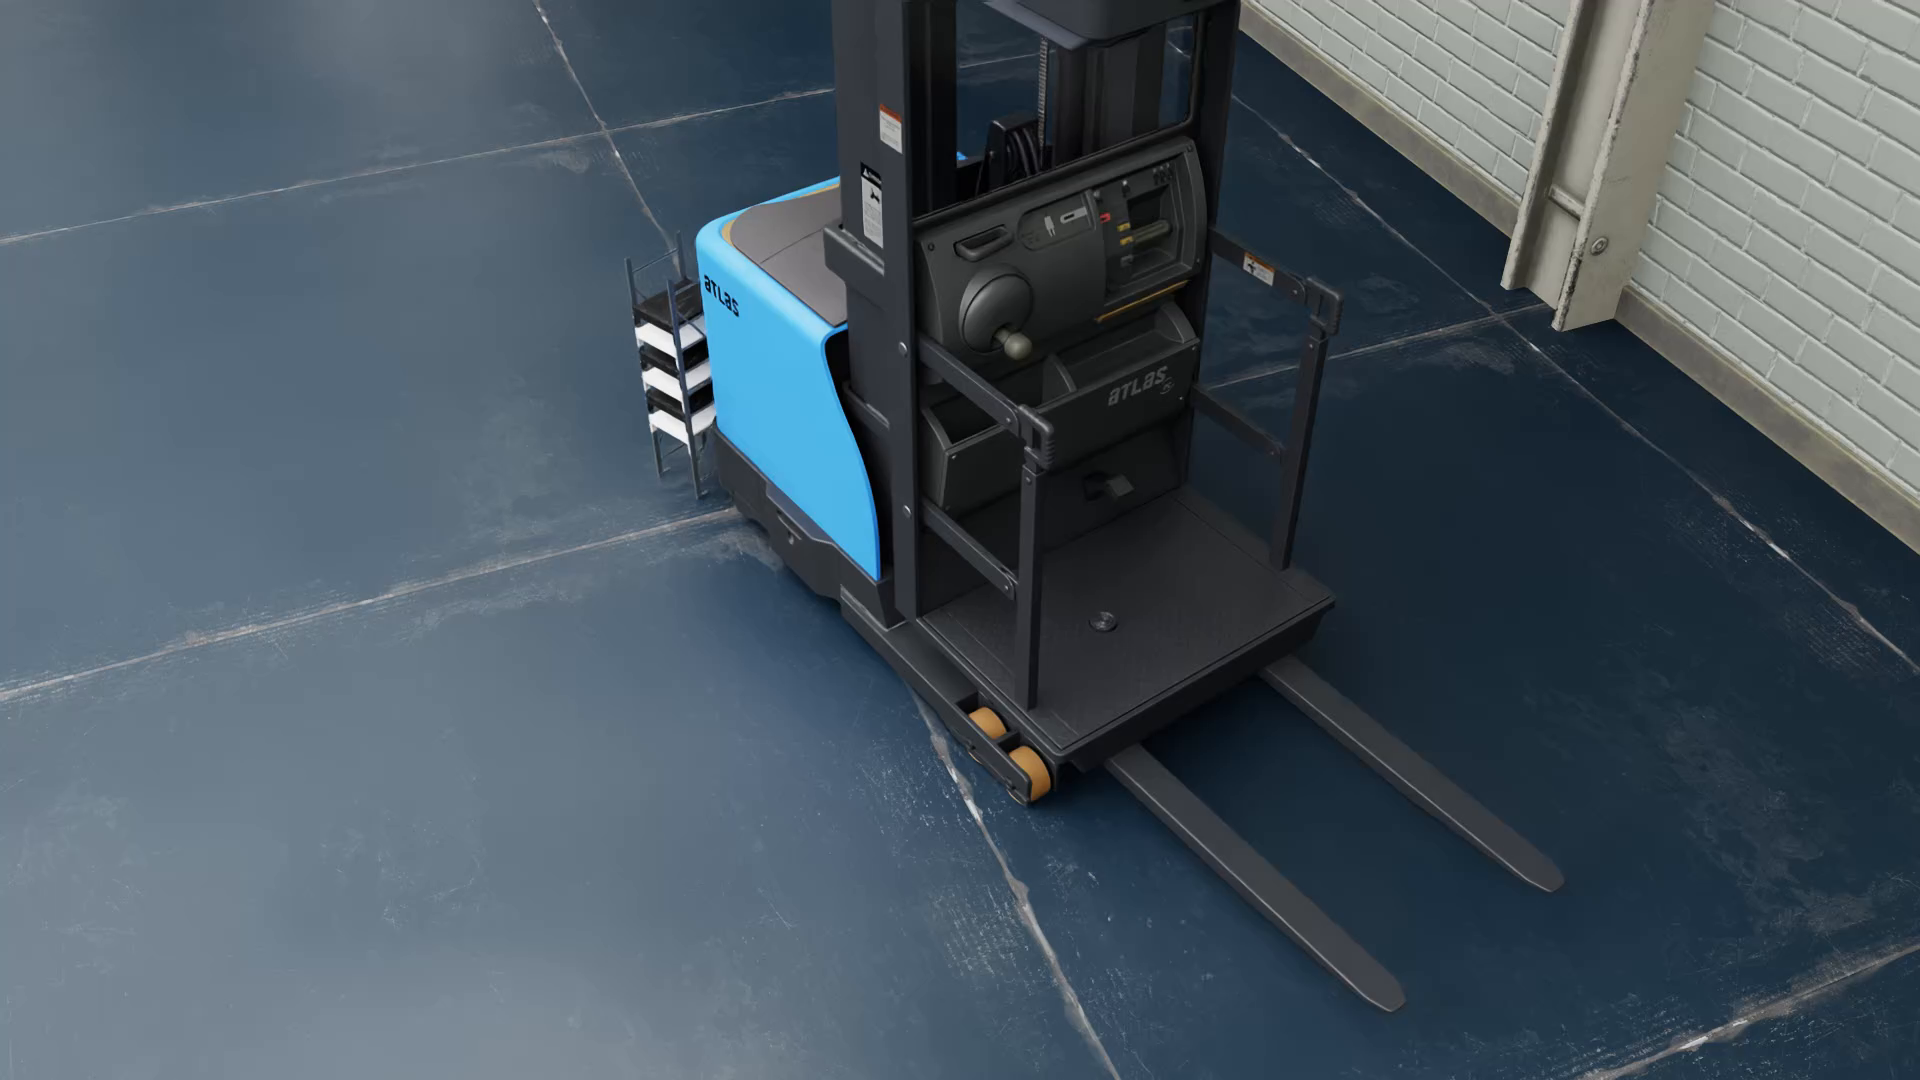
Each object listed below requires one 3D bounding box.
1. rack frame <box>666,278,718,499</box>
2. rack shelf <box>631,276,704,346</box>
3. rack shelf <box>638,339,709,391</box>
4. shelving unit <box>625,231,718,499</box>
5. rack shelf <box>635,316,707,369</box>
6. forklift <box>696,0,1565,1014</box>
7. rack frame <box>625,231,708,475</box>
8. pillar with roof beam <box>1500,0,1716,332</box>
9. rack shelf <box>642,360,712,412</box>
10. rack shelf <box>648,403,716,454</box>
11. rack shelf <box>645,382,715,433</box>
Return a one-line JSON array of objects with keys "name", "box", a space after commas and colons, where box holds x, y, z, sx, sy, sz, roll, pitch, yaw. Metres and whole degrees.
[{"name": "rack frame", "box": [-0.861, -0.550, 5.698, 0.006, 0.900, 0.240, 29, 48, 30]}, {"name": "rack shelf", "box": [-0.939, -0.773, 5.595, 0.200, 0.077, 0.258, 29, 48, 30]}, {"name": "rack shelf", "box": [-0.939, -0.636, 5.712, 0.200, 0.077, 0.258, 29, 48, 30]}, {"name": "shelving unit", "box": [-0.939, -0.593, 5.749, 0.210, 0.900, 0.258, 29, 48, 30]}, {"name": "rack shelf", "box": [-0.939, -0.704, 5.653, 0.200, 0.077, 0.258, 29, 48, 30]}, {"name": "forklift", "box": [0.424, -0.708, 4.326, 1.130, 2.935, 3.031, -26, 47, -27]}, {"name": "rack frame", "box": [-1.016, -0.636, 5.799, 0.006, 0.900, 0.240, 29, 48, 30]}, {"name": "pillar with roof beam", "box": [-1.487, -3.337, 2.729, 9.100, 9.000, 0.400, -15, 43, -17]}, {"name": "rack shelf", "box": [-0.938, -0.568, 5.770, 0.200, 0.077, 0.258, 29, 48, 30]}, {"name": "rack shelf", "box": [-0.938, -0.431, 5.887, 0.200, 0.077, 0.258, 29, 48, 30]}, {"name": "rack shelf", "box": [-0.938, -0.499, 5.829, 0.200, 0.077, 0.258, 29, 48, 30]}]
